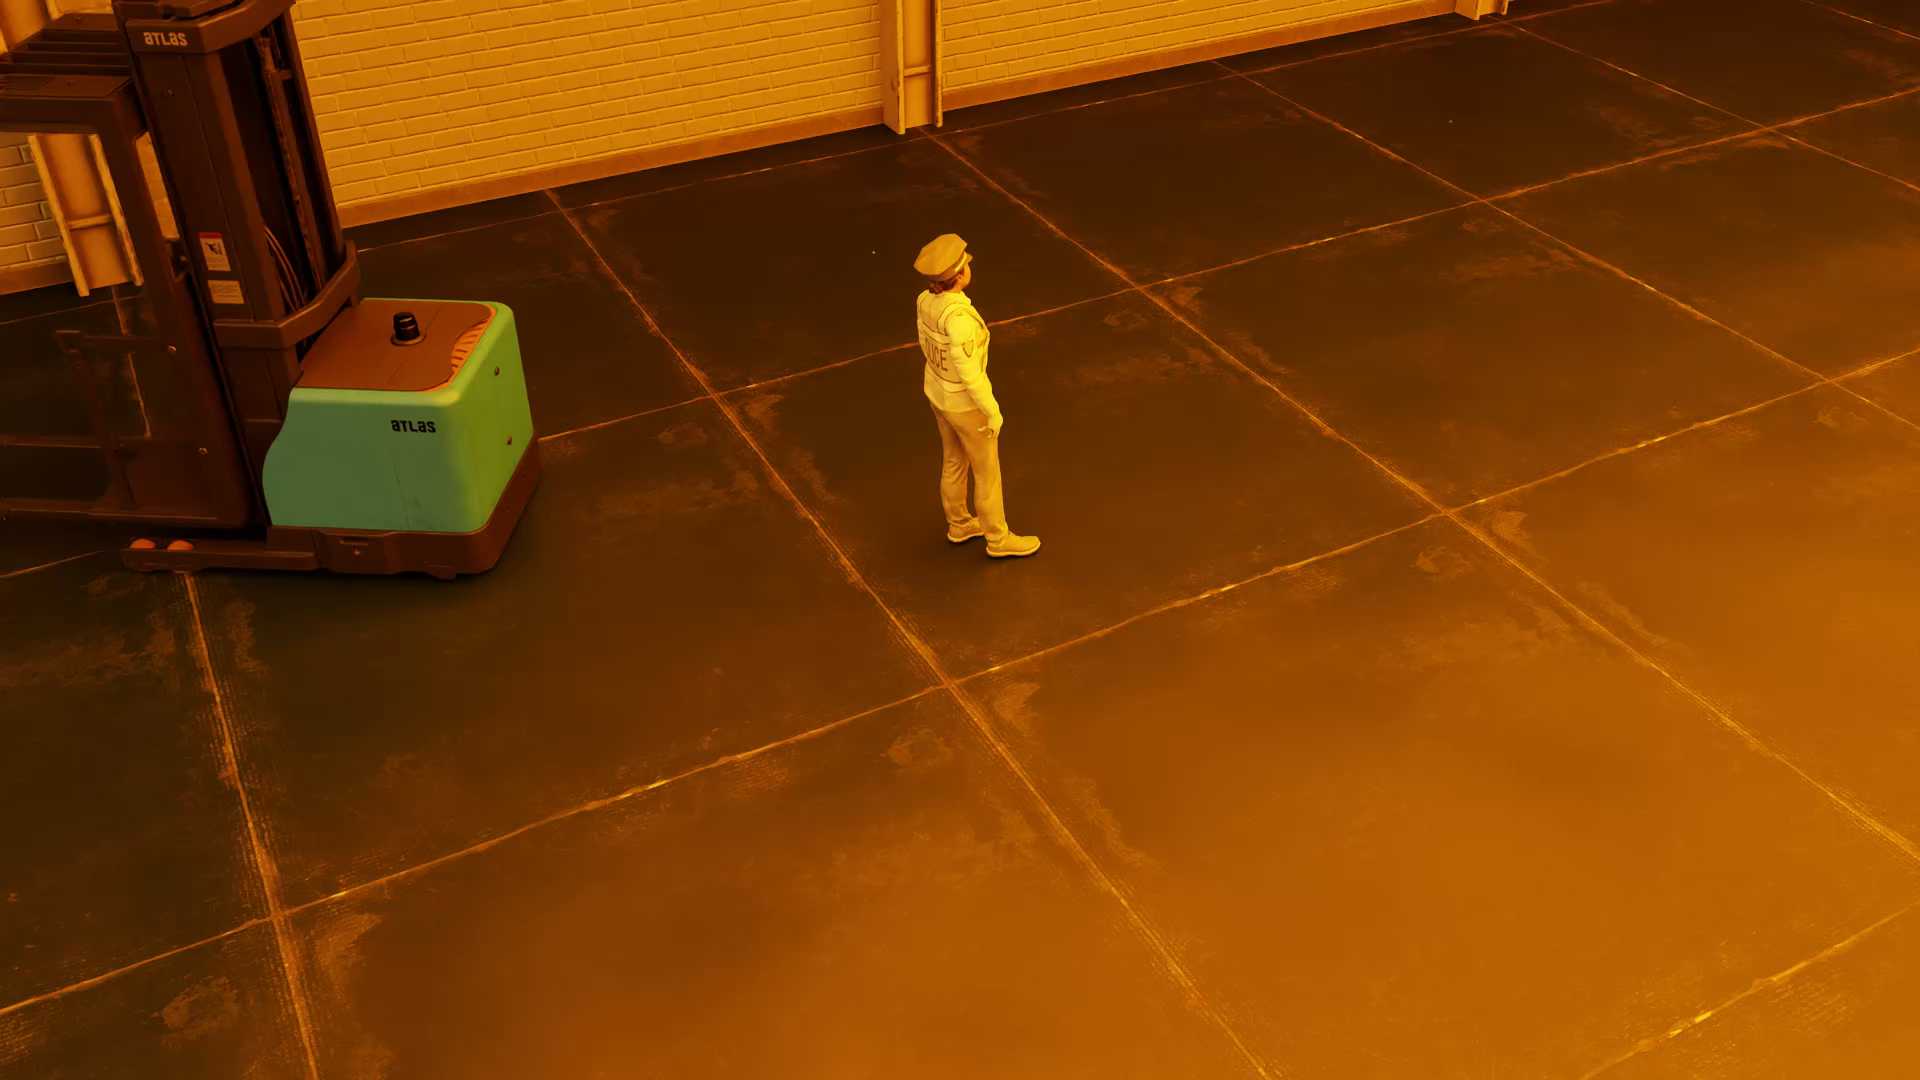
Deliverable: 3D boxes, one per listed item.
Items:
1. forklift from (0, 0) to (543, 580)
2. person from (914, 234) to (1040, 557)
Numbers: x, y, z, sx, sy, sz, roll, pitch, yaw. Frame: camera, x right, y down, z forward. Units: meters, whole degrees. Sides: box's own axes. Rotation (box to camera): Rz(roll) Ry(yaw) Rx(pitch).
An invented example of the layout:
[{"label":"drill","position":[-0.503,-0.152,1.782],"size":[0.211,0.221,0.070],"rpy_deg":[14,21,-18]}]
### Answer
[{"label":"forklift","position":[-3.816,-1.328,8.001],"size":[3.031,2.935,1.130],"rpy_deg":[2,35,3]},{"label":"person","position":[0.062,-0.713,8.190],"size":[0.534,1.696,0.587],"rpy_deg":[-17,39,-23]}]
